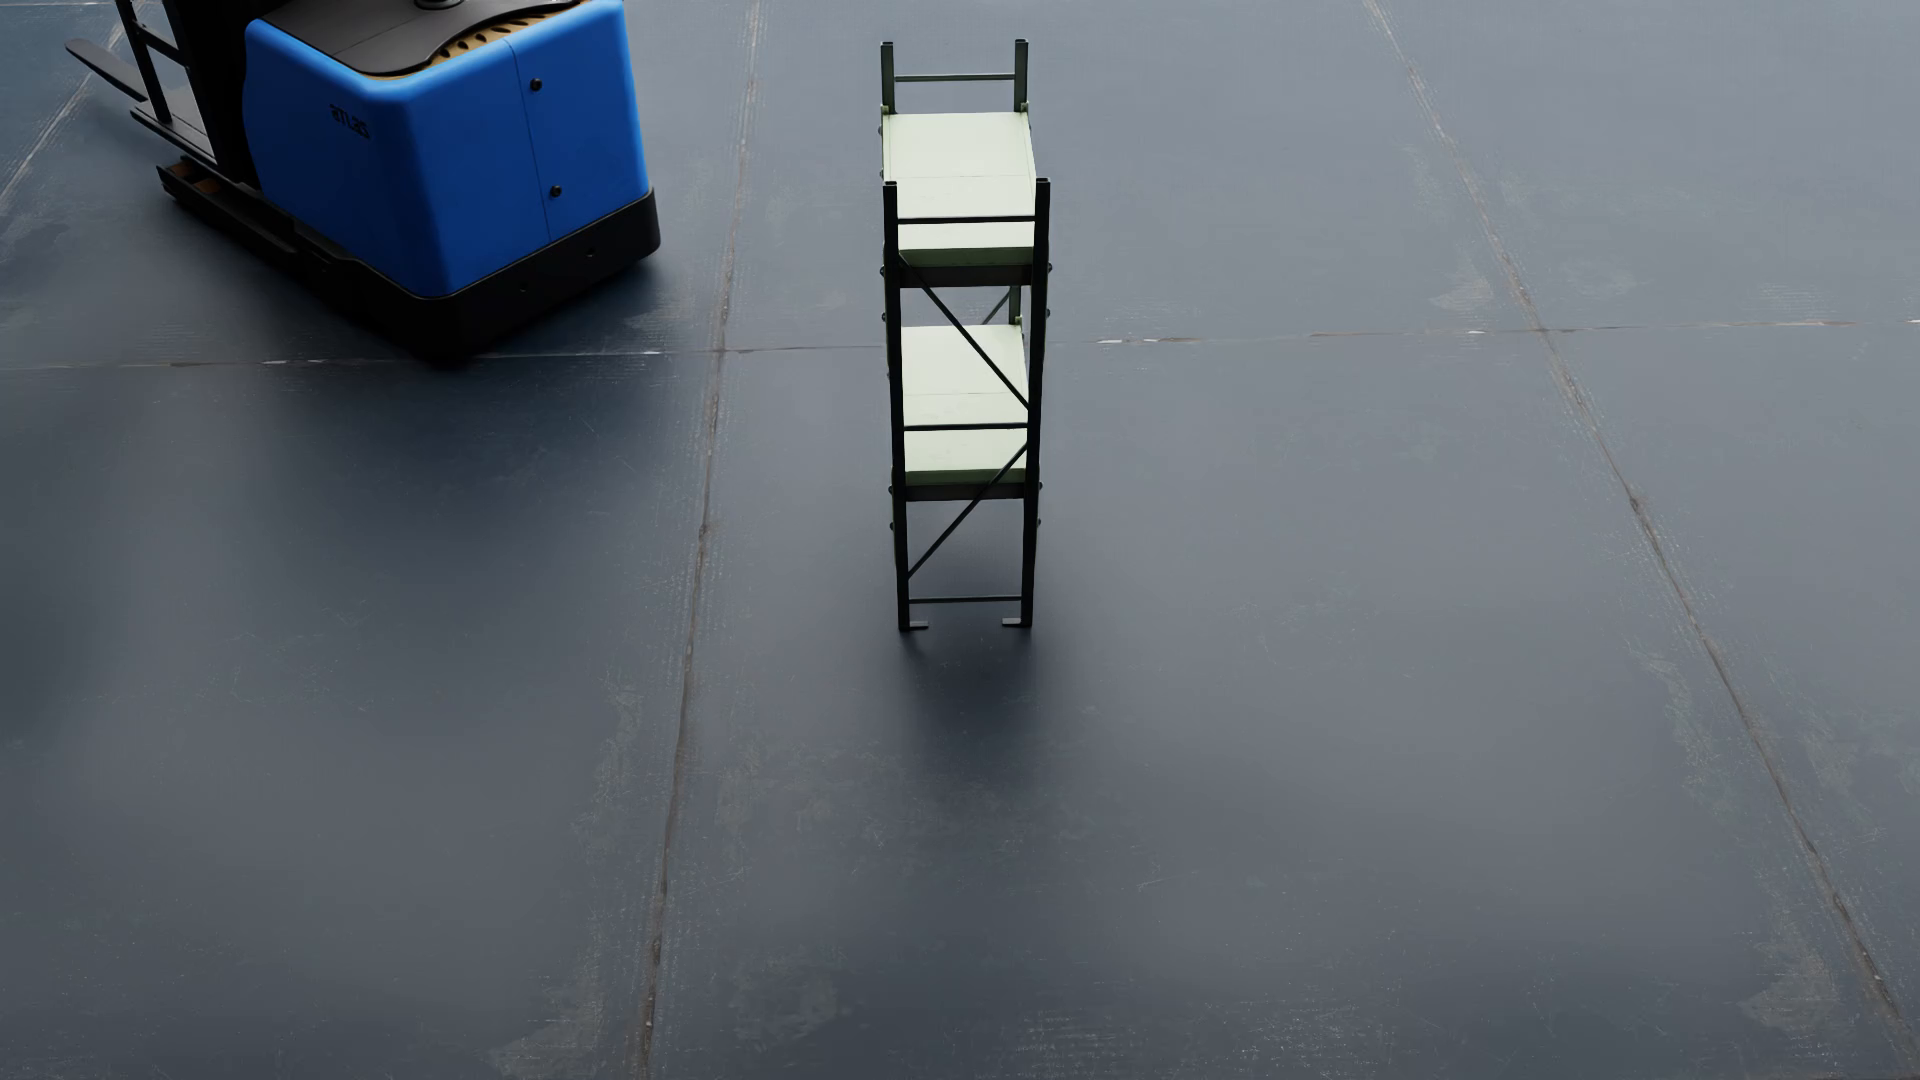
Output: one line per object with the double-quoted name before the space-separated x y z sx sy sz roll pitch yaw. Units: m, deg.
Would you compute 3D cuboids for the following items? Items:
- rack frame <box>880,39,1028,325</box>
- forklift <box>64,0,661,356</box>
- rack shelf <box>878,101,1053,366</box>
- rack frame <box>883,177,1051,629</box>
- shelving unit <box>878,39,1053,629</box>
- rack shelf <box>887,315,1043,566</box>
"rack frame" -0.015 -0.795 5.008 0.400 1.500 0.023 -2 43 -2
"forklift" -2.584 -2.588 5.904 3.031 2.935 1.130 31 51 29
"rack shelf" 0.000 -0.836 4.475 0.431 0.370 0.720 -2 43 -2
"rack frame" 0.016 -0.301 4.469 0.400 1.500 0.023 -2 43 -2
"shelving unit" 0.000 -0.548 4.738 0.431 1.500 0.755 -2 43 -2
"rack shelf" 0.000 -0.308 4.959 0.431 0.370 0.720 -2 43 -2
